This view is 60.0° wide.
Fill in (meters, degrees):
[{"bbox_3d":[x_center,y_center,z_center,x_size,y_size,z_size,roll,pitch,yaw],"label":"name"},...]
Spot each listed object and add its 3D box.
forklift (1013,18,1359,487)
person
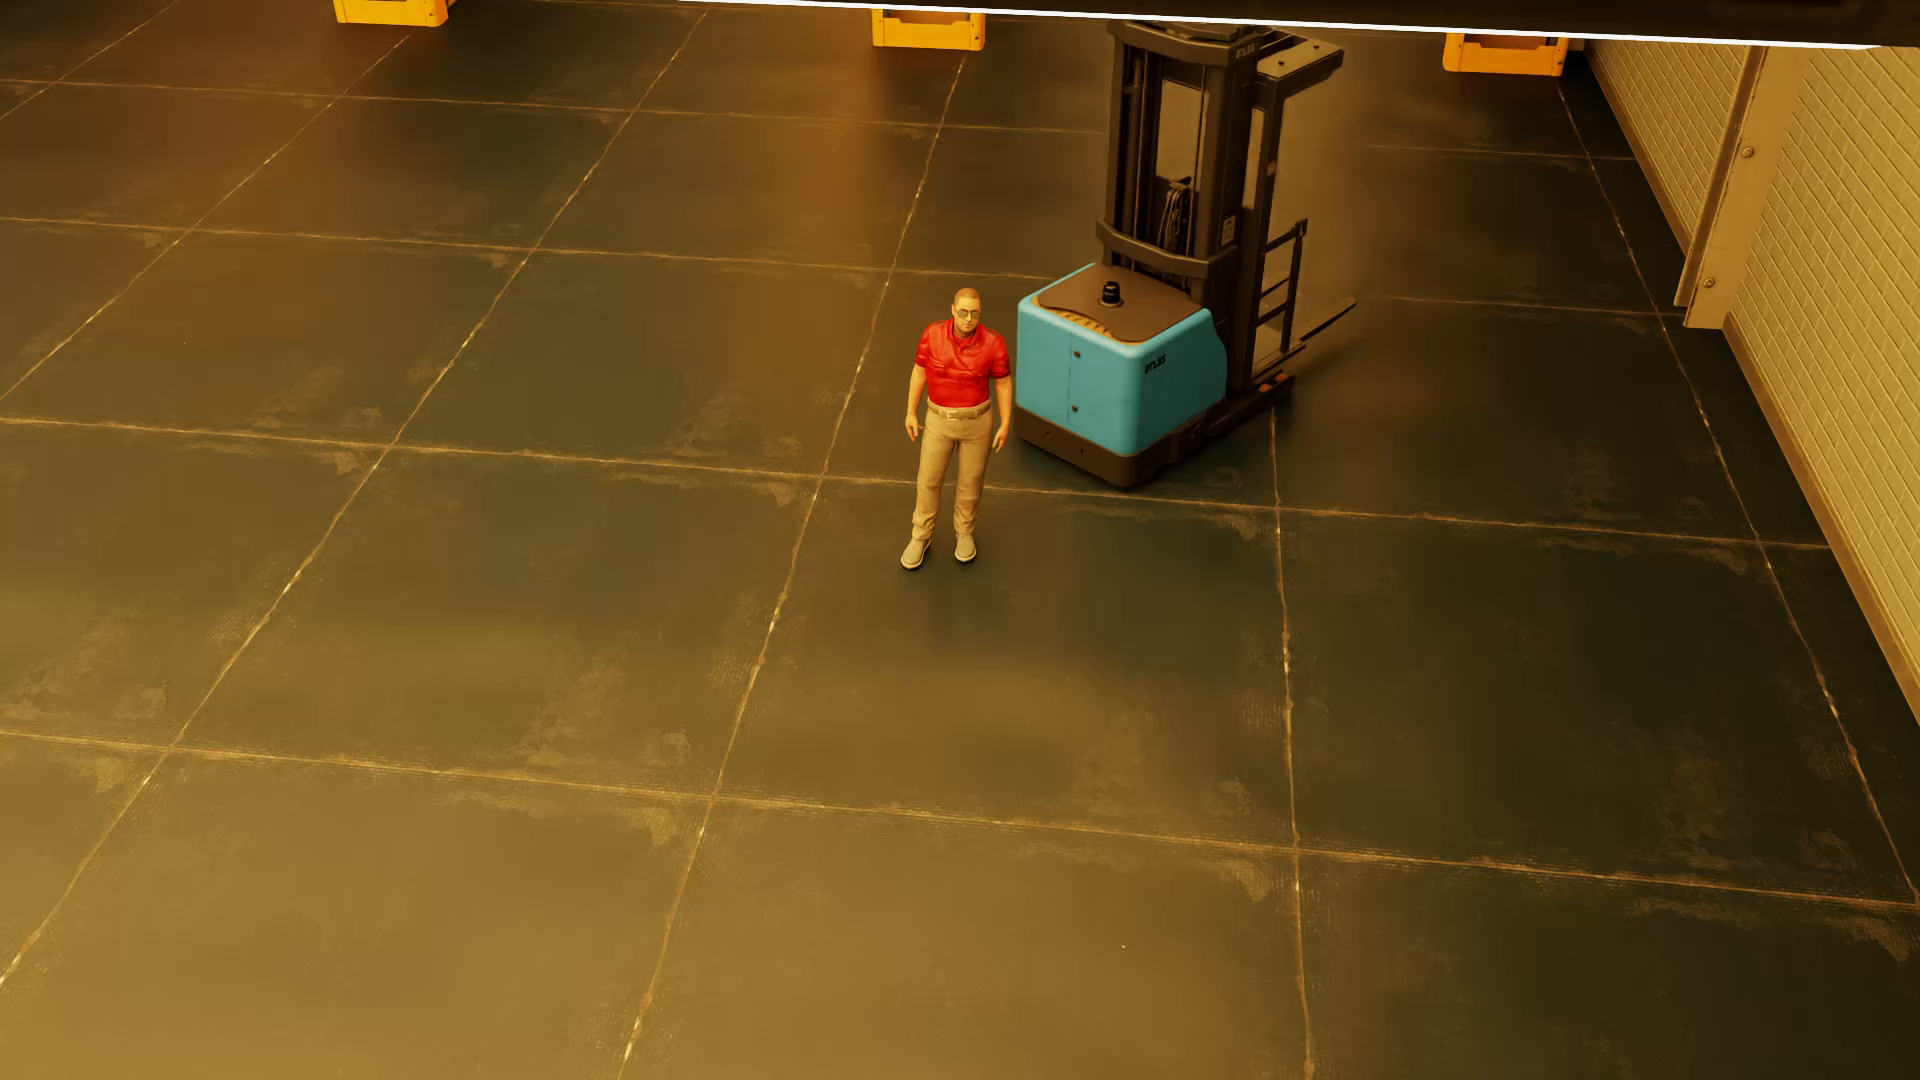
[{"bbox_3d":[1.740,-2.307,11.160,1.130,2.935,3.031,29,45,34],"label":"forklift"},{"bbox_3d":[-0.023,-0.650,9.911,0.641,1.728,0.550,4,37,6],"label":"person"}]
